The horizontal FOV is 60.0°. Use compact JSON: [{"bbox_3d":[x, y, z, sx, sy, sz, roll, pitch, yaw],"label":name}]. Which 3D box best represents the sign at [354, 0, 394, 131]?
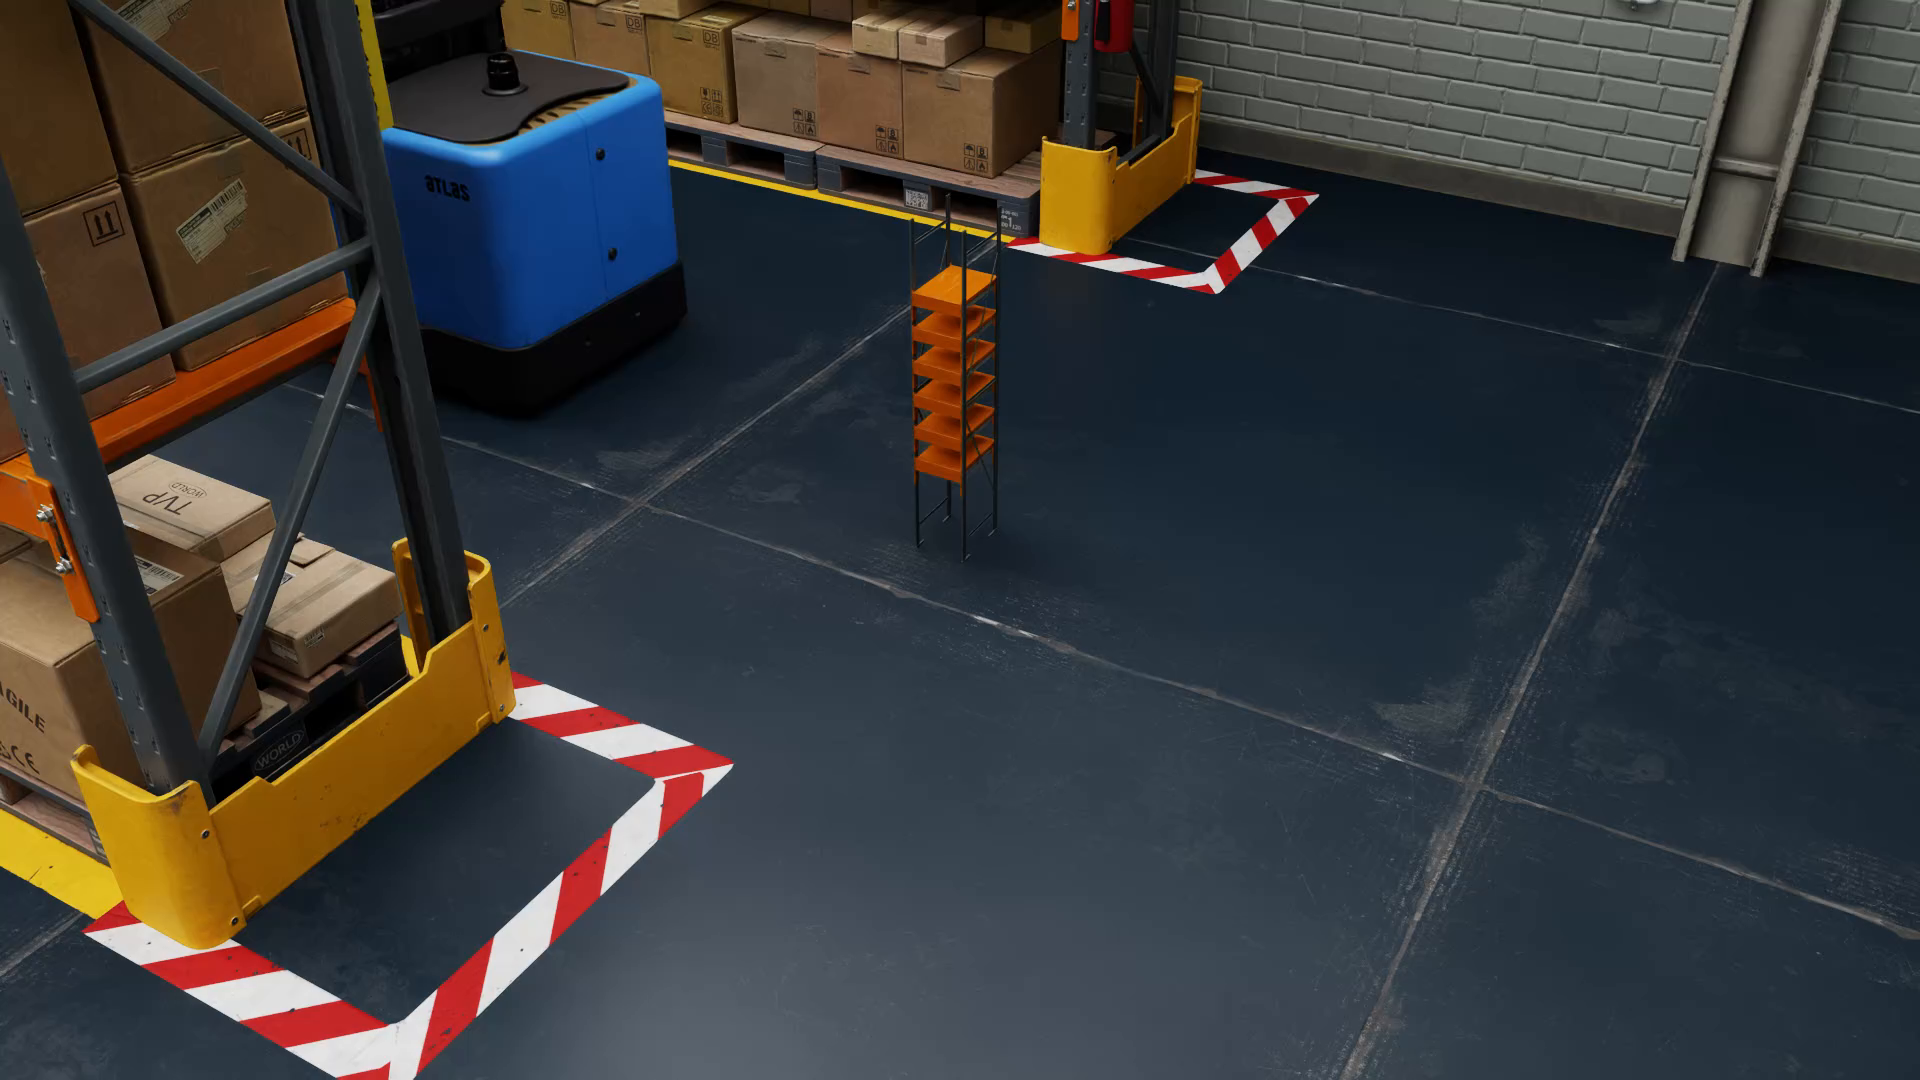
[{"bbox_3d":[-1.416,-1.130,3.959,0.005,0.325,0.100,18,37,24],"label":"sign"}]

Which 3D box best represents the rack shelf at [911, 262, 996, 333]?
[{"bbox_3d":[-0.013,-0.766,5.248,0.180,0.103,0.258,18,37,24],"label":"rack shelf"}]

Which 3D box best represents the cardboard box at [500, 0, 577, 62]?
[{"bbox_3d":[-2.105,-2.873,9.234,0.500,0.500,0.700,18,38,25],"label":"cardboard box"}]

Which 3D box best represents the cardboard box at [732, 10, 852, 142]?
[{"bbox_3d":[-0.759,-2.447,8.595,0.500,0.500,0.700,16,37,23],"label":"cardboard box"}]

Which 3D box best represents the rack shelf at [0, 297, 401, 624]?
[{"bbox_3d":[-3.422,-0.759,4.832,4.000,0.370,1.077,18,37,24],"label":"rack shelf"}]

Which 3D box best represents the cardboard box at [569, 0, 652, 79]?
[{"bbox_3d":[-1.671,-2.733,9.024,0.500,0.500,0.700,17,37,24],"label":"cardboard box"}]

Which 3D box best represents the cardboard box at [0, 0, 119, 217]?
[{"bbox_3d":[-2.208,-0.956,3.487,0.500,0.500,0.500,17,37,24],"label":"cardboard box"}]

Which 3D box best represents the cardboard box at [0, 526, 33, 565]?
[{"bbox_3d":[-3.089,0.146,4.908,0.500,0.250,0.500,18,37,24],"label":"cardboard box"}]

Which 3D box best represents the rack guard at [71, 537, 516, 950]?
[{"bbox_3d":[-1.751,0.511,4.531,0.348,0.500,1.175,18,37,24],"label":"rack guard"}]

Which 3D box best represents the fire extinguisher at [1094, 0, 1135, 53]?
[{"bbox_3d":[0.671,-2.442,7.117,0.183,0.674,0.296,18,37,24],"label":"fire extinguisher"}]

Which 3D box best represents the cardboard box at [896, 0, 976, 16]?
[{"bbox_3d":[-0.120,-2.643,8.303,0.250,0.149,0.380,18,38,25],"label":"cardboard box"}]

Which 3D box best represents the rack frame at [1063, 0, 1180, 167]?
[{"bbox_3d":[0.769,-2.893,7.388,0.127,3.000,1.000,18,37,24],"label":"rack frame"}]

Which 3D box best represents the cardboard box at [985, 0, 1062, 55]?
[{"bbox_3d":[0.320,-2.504,8.095,0.250,0.149,0.380,18,38,25],"label":"cardboard box"}]

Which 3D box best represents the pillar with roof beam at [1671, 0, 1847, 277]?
[{"bbox_3d":[1.407,-2.992,2.125,0.400,9.000,9.100,18,37,24],"label":"pillar with roof beam"}]

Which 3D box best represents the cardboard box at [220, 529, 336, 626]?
[{"bbox_3d":[-2.095,0.139,4.995,0.250,0.166,0.380,18,37,24],"label":"cardboard box"}]

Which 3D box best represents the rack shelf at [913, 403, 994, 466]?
[{"bbox_3d":[-0.013,-0.367,5.515,0.180,0.103,0.258,18,37,24],"label":"rack shelf"}]

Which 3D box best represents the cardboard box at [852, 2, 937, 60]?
[{"bbox_3d":[-0.312,-2.459,8.028,0.250,0.149,0.380,19,38,26],"label":"cardboard box"}]

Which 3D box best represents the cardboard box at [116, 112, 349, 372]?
[{"bbox_3d":[-1.940,-0.799,4.153,0.500,0.500,0.500,18,38,25],"label":"cardboard box"}]

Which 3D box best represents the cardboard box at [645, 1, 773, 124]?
[{"bbox_3d":[-1.226,-2.591,8.810,0.500,0.500,0.700,18,38,25],"label":"cardboard box"}]

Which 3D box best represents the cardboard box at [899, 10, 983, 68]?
[{"bbox_3d":[-0.090,-2.390,7.923,0.250,0.149,0.380,17,37,24],"label":"cardboard box"}]

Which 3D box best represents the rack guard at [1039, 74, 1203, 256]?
[{"bbox_3d":[0.790,-1.846,8.071,0.348,0.500,1.175,18,37,24],"label":"rack guard"}]

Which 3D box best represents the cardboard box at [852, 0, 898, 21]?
[{"bbox_3d":[-0.337,-2.712,8.407,0.250,0.149,0.380,18,38,25],"label":"cardboard box"}]

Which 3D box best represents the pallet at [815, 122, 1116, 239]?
[{"bbox_3d":[0.036,-1.915,8.435,1.213,0.211,1.003,18,37,24],"label":"pallet"}]

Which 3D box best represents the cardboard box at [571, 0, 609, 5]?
[{"bbox_3d":[-1.898,-2.961,8.781,0.250,0.149,0.380,19,38,26],"label":"cardboard box"}]

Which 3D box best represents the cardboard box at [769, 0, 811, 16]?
[{"bbox_3d":[-0.782,-2.852,8.617,0.250,0.149,0.380,18,38,25],"label":"cardboard box"}]

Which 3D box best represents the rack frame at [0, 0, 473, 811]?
[{"bbox_3d":[-1.685,-0.508,3.807,0.127,3.000,1.000,18,37,24],"label":"rack frame"}]

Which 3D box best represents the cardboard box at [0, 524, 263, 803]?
[{"bbox_3d":[-2.280,0.318,4.425,0.500,0.500,0.500,18,37,24],"label":"cardboard box"}]

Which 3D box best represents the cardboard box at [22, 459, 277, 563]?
[{"bbox_3d":[-2.451,0.029,5.083,0.500,0.250,0.500,18,37,24],"label":"cardboard box"}]

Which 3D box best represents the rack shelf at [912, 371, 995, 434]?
[{"bbox_3d":[-0.013,-0.466,5.448,0.180,0.103,0.258,18,37,24],"label":"rack shelf"}]

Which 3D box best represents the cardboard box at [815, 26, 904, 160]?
[{"bbox_3d":[-0.322,-2.309,8.388,0.500,0.500,0.700,17,37,24],"label":"cardboard box"}]

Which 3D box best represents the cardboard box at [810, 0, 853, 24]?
[{"bbox_3d":[-0.559,-2.781,8.512,0.250,0.149,0.380,18,38,25],"label":"cardboard box"}]

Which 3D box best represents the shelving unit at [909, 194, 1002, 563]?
[{"bbox_3d":[-0.013,-0.503,5.423,0.189,1.200,0.258,18,37,24],"label":"shelving unit"}]

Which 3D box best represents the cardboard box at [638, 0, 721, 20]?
[{"bbox_3d":[-1.445,-2.817,8.565,0.250,0.149,0.380,16,37,23],"label":"cardboard box"}]

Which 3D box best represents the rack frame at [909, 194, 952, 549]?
[{"bbox_3d":[-0.092,-0.529,5.461,0.006,1.200,0.240,18,37,24],"label":"rack frame"}]

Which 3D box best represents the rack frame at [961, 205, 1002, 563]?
[{"bbox_3d":[0.067,-0.478,5.386,0.006,1.200,0.240,18,37,24],"label":"rack frame"}]

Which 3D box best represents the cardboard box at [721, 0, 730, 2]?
[{"bbox_3d":[-1.226,-2.992,8.828,0.250,0.149,0.380,18,38,25],"label":"cardboard box"}]

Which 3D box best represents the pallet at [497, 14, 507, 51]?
[{"bbox_3d":[-3.411,-3.009,10.077,1.213,0.211,1.003,18,37,24],"label":"pallet"}]

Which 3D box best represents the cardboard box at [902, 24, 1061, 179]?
[{"bbox_3d":[0.112,-2.172,8.182,0.500,0.500,0.700,18,37,24],"label":"cardboard box"}]

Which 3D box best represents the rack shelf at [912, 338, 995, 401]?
[{"bbox_3d":[-0.013,-0.566,5.382,0.180,0.103,0.258,18,37,24],"label":"rack shelf"}]

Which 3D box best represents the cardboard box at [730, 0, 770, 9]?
[{"bbox_3d":[-1.001,-2.921,8.722,0.250,0.149,0.380,17,37,24],"label":"cardboard box"}]

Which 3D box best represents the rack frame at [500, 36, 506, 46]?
[{"bbox_3d":[-2.703,-3.993,9.040,0.127,3.000,1.000,18,37,24],"label":"rack frame"}]

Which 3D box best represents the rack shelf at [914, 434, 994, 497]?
[{"bbox_3d":[-0.013,-0.267,5.581,0.180,0.103,0.258,18,37,24],"label":"rack shelf"}]

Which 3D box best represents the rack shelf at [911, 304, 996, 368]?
[{"bbox_3d":[-0.013,-0.666,5.315,0.180,0.103,0.258,18,37,24],"label":"rack shelf"}]

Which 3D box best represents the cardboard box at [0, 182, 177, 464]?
[{"bbox_3d":[-2.209,-0.542,3.768,0.500,0.500,0.500,19,38,26],"label":"cardboard box"}]

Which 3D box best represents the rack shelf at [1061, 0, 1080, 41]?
[{"bbox_3d":[-0.967,-3.144,8.414,4.000,0.370,1.077,18,37,24],"label":"rack shelf"}]

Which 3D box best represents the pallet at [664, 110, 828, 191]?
[{"bbox_3d":[-1.019,-2.251,8.940,1.213,0.211,1.003,18,37,24],"label":"pallet"}]

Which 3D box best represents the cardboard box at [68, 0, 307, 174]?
[{"bbox_3d":[-1.940,-1.215,3.876,0.500,0.500,0.500,19,38,26],"label":"cardboard box"}]

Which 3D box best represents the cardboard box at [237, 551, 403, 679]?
[{"bbox_3d":[-1.878,0.215,4.897,0.250,0.149,0.380,18,37,24],"label":"cardboard box"}]

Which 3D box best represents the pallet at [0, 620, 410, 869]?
[{"bbox_3d":[-2.444,0.413,4.940,1.213,0.211,1.003,18,37,24],"label":"pallet"}]

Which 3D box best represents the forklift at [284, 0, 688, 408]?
[{"bbox_3d":[-2.690,-2.332,6.607,3.031,2.935,1.130,18,38,25],"label":"forklift"}]

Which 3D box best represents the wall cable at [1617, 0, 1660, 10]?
[{"bbox_3d":[2.350,-3.419,7.262,1.851,1.984,0.084,18,37,24],"label":"wall cable"}]

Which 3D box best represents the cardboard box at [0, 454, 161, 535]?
[{"bbox_3d":[-2.885,-0.108,5.290,0.500,0.250,0.500,18,37,24],"label":"cardboard box"}]
